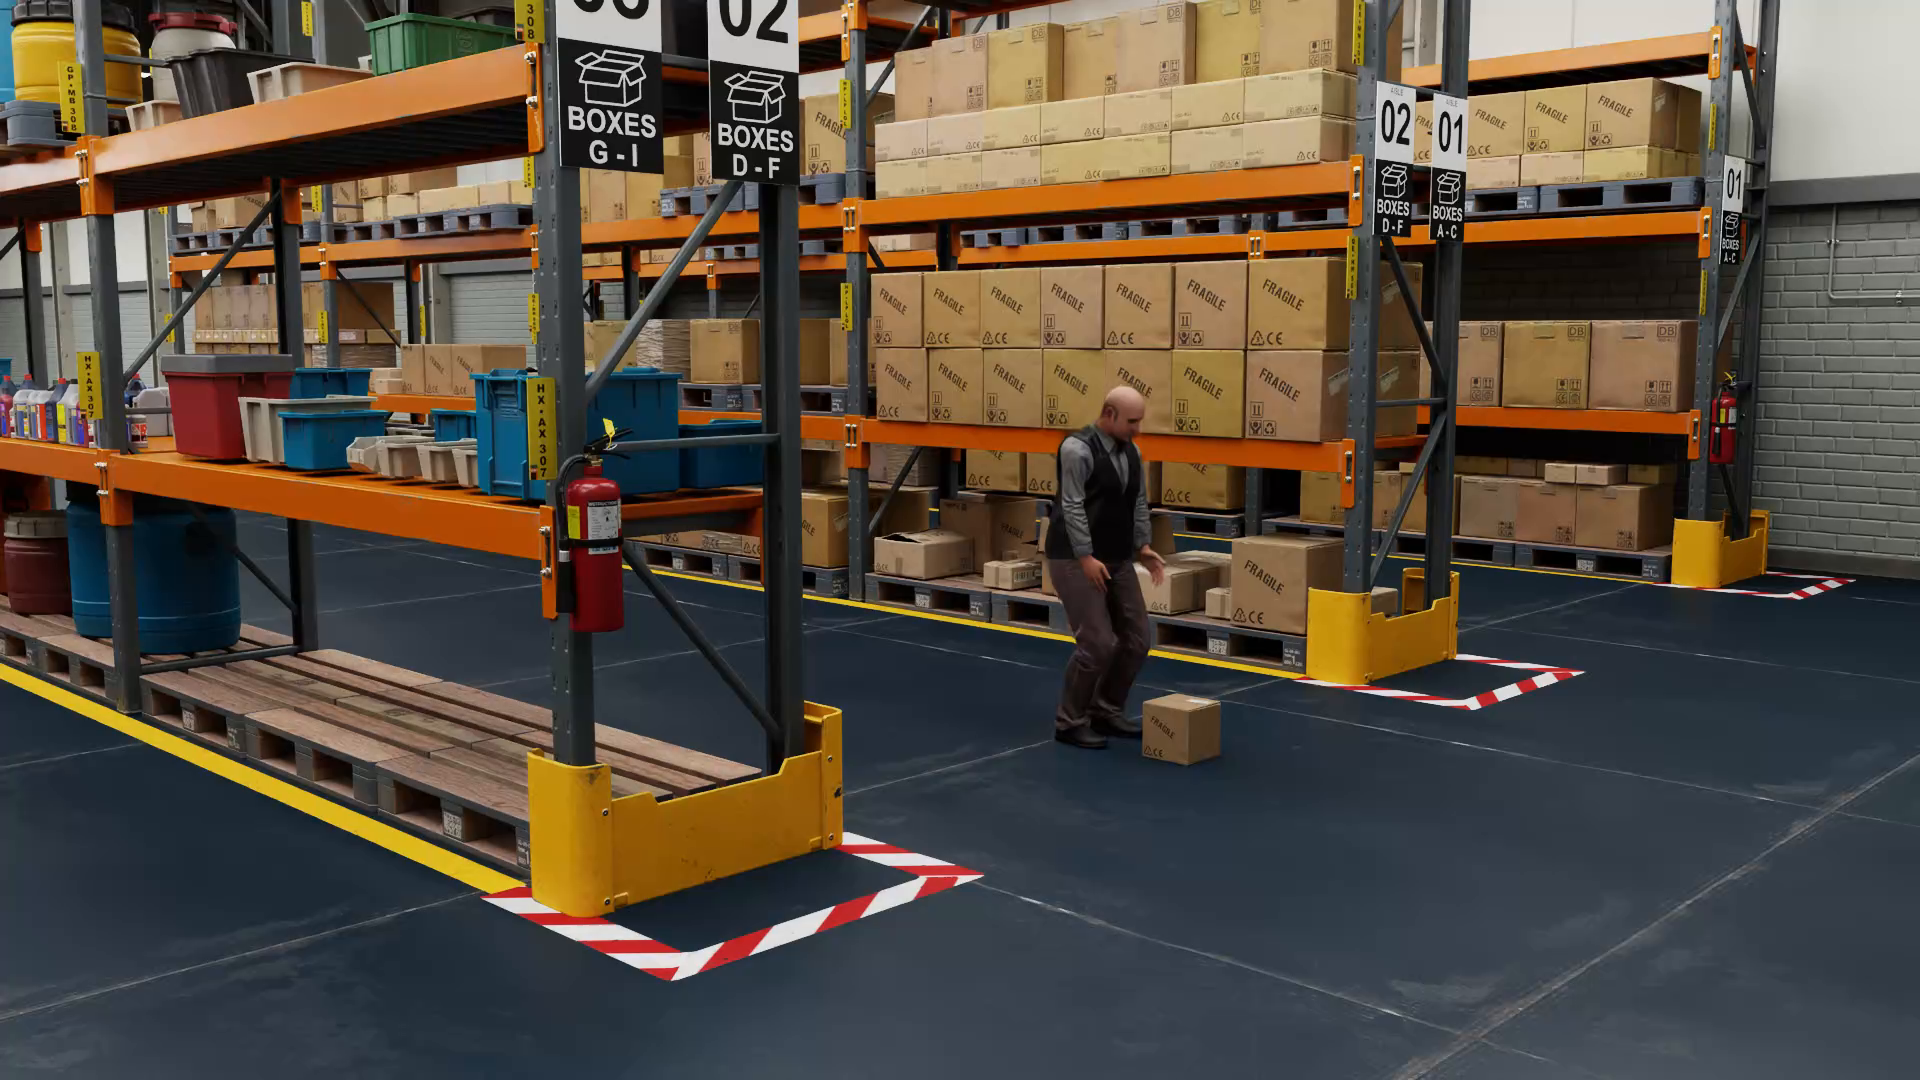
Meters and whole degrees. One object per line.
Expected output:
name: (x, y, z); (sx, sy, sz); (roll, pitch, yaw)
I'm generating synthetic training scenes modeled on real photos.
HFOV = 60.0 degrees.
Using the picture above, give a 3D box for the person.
person: (0.661, 0.112, 7.746); (0.563, 1.658, 0.447); (-7, 10, -44)
